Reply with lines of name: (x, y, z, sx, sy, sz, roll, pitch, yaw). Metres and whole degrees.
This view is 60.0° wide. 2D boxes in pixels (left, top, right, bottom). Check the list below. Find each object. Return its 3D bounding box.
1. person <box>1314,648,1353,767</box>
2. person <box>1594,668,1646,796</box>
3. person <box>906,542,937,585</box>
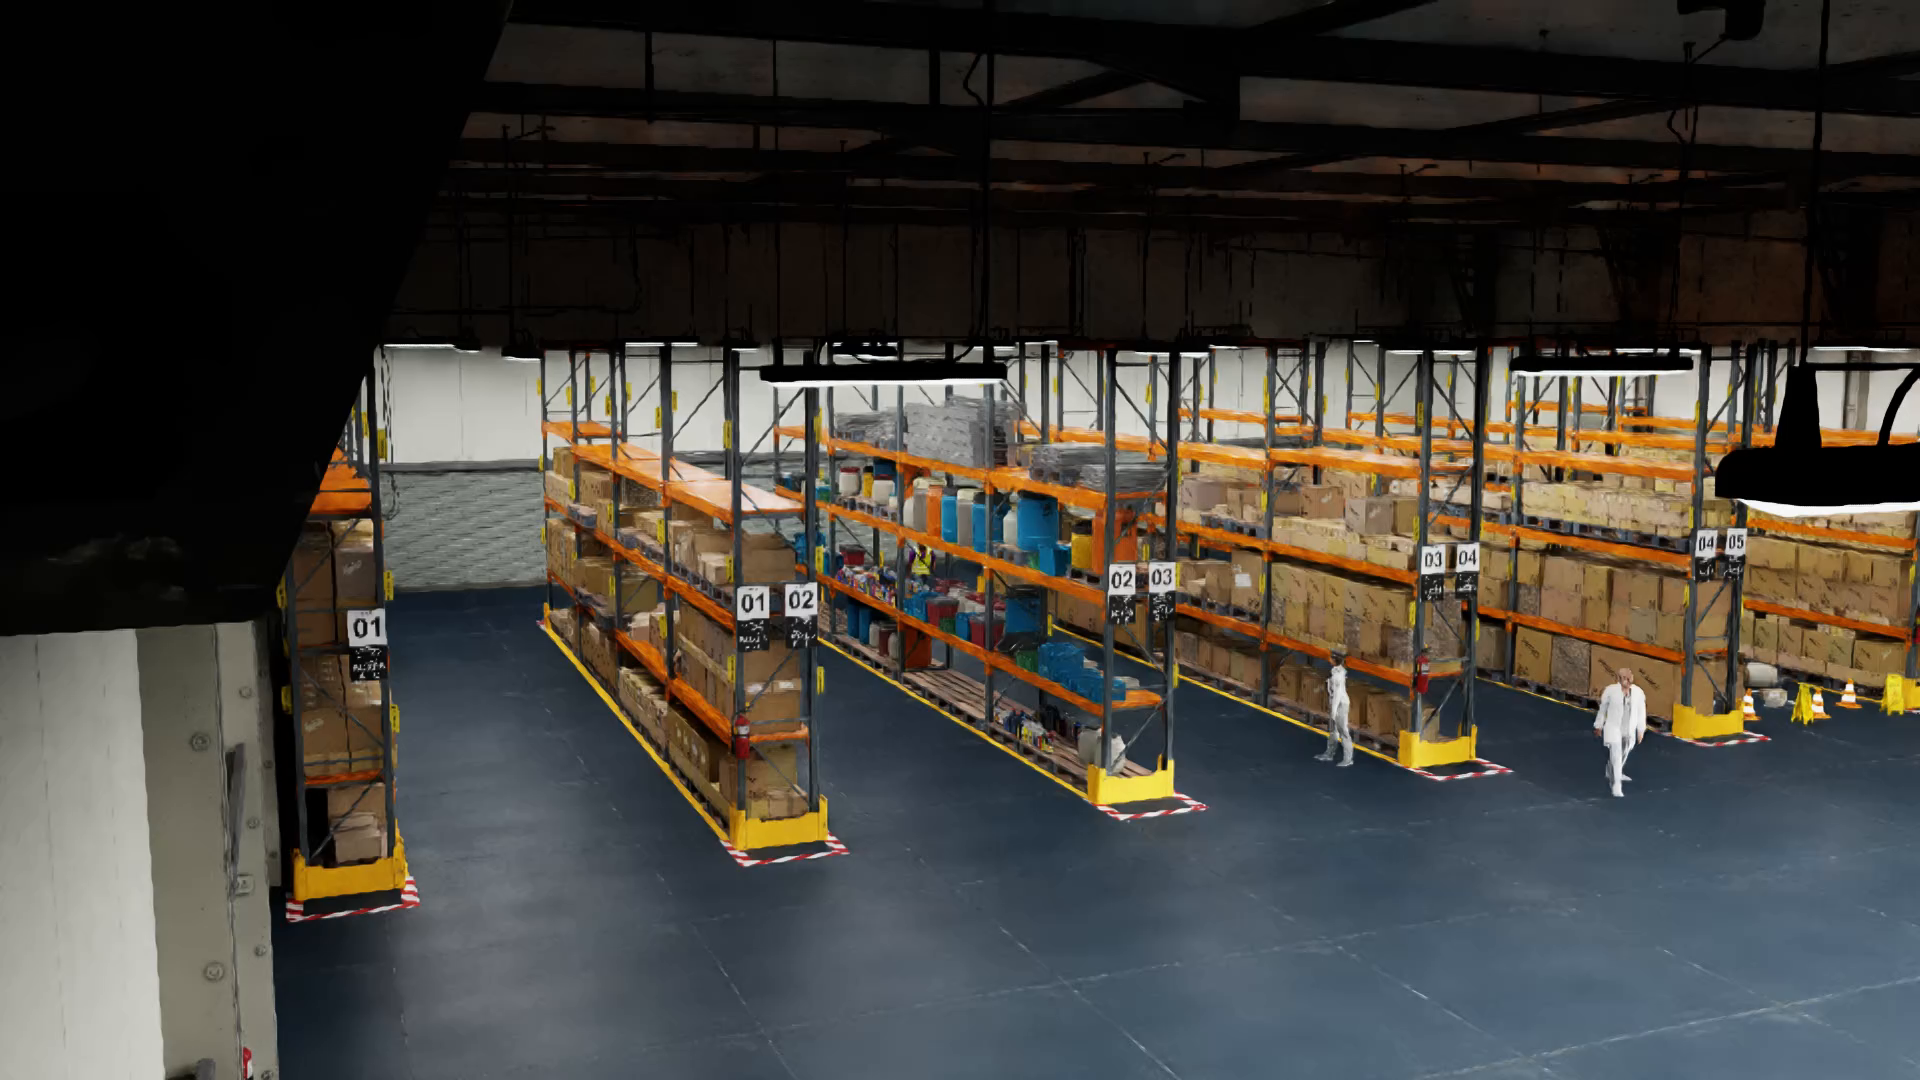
person: (5.398, 2.386, 23.936, 0.544, 1.667, 0.573, 1, 8, 10)
person: (8.958, 2.556, 22.555, 0.634, 1.722, 1.044, 0, 7, -2)
person: (-0.820, 0.726, 36.603, 0.589, 1.716, 1.043, -3, 8, -23)
